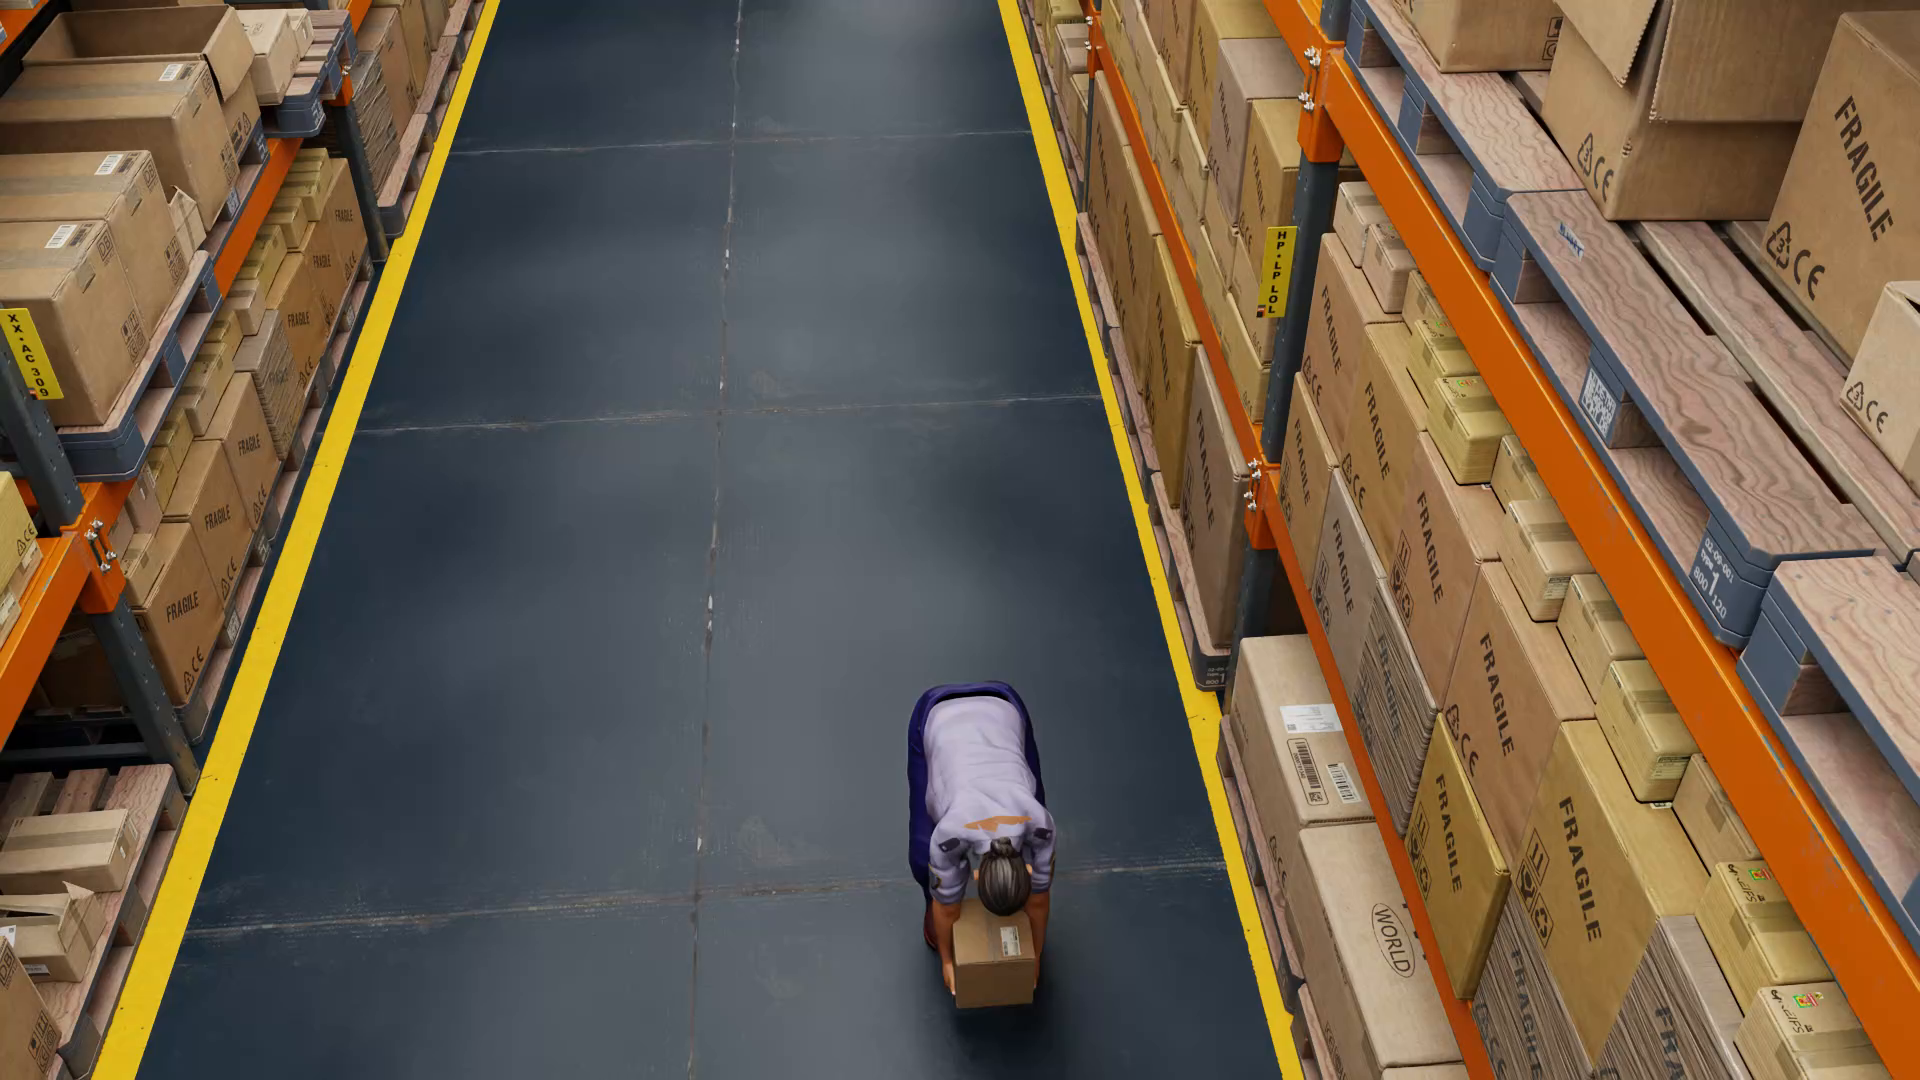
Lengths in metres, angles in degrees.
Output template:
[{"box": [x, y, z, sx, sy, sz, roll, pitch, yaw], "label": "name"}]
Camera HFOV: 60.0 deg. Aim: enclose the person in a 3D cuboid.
[{"box": [0.075, 1.037, 5.450, 0.480, 0.956, 0.907, -5, 40, -6], "label": "person"}]
